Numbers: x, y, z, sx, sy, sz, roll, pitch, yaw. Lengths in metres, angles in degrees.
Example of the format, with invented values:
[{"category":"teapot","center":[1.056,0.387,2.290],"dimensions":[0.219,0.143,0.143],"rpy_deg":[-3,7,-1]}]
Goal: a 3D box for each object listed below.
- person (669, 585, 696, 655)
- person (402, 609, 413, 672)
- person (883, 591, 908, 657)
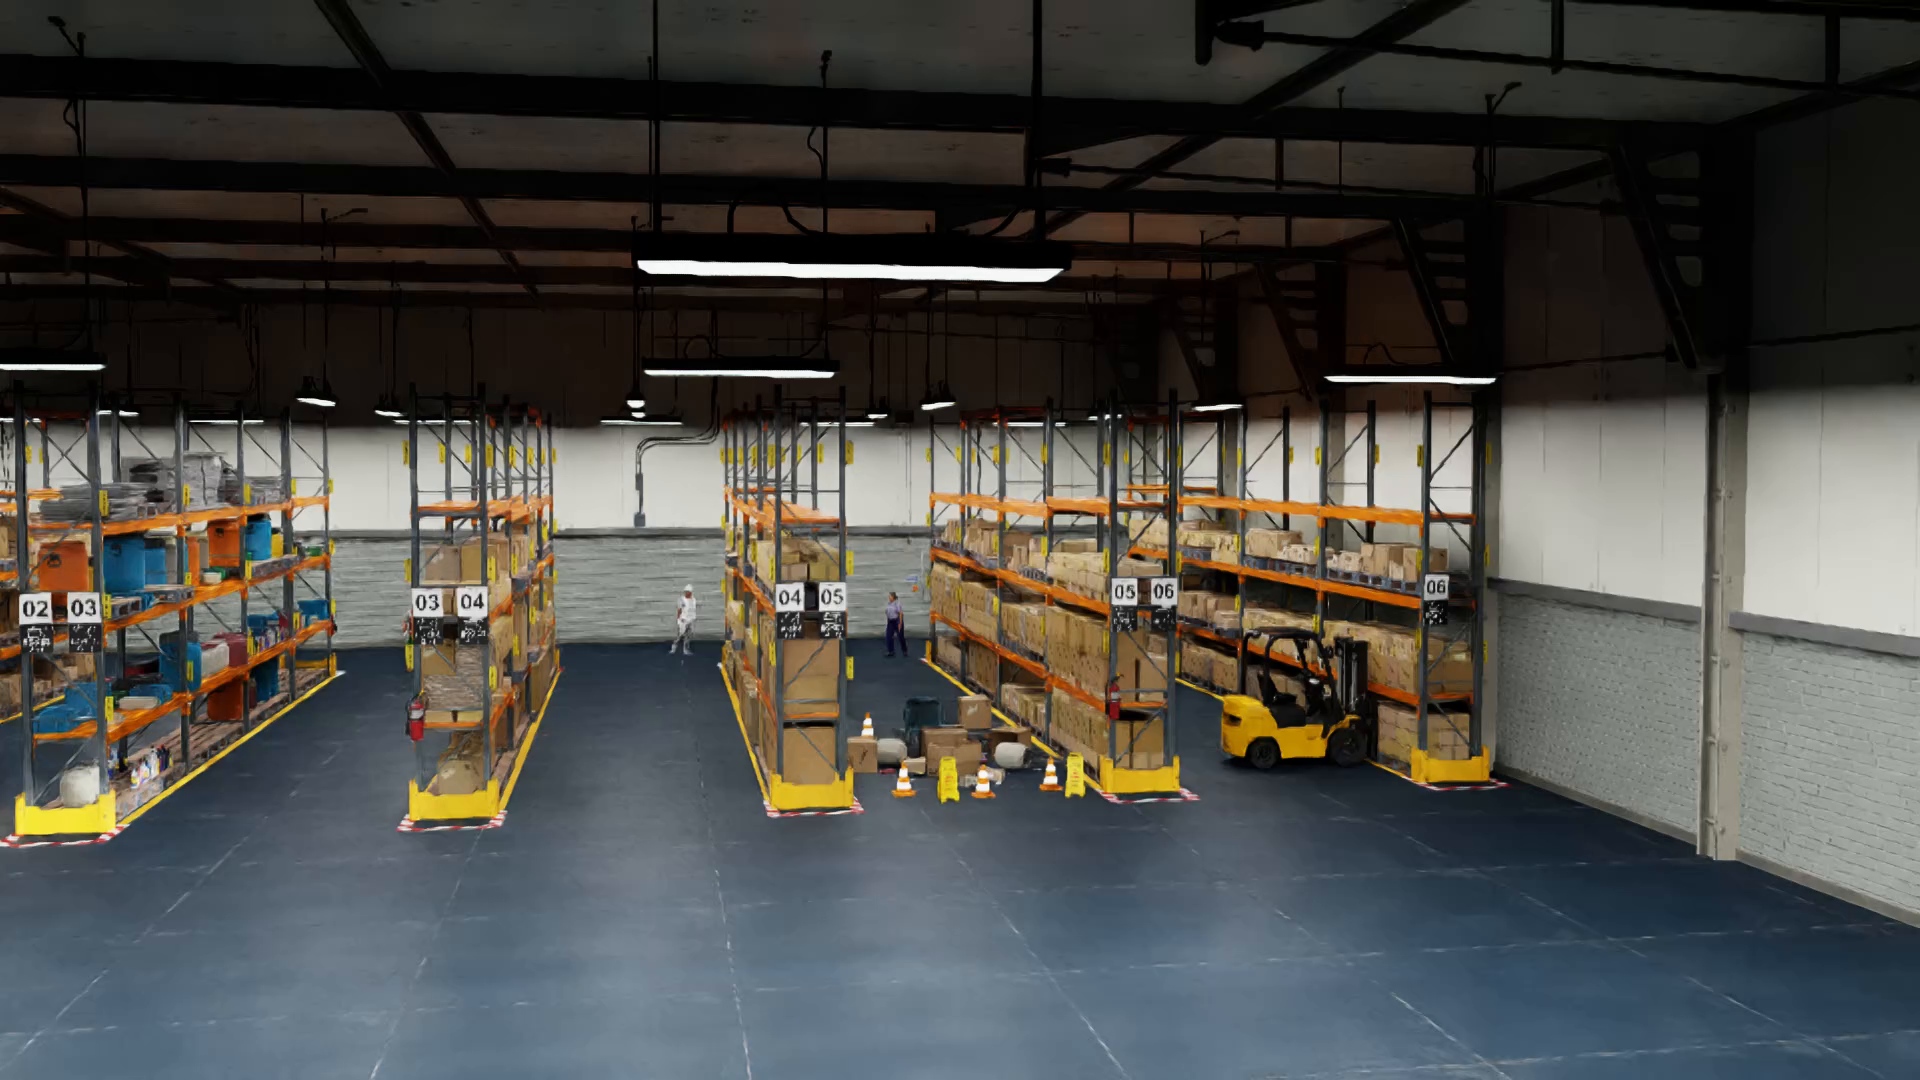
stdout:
[{"category":"person","center":[-6.924,2.003,41.642],"dimensions":[0.524,1.769,0.712],"rpy_deg":[2,4,40]},{"category":"person","center":[-12.504,2.198,38.341],"dimensions":[0.677,1.742,0.552],"rpy_deg":[-1,3,-12]},{"category":"person","center":[-1.595,2.095,41.522],"dimensions":[0.545,1.628,0.550],"rpy_deg":[3,4,44]}]
